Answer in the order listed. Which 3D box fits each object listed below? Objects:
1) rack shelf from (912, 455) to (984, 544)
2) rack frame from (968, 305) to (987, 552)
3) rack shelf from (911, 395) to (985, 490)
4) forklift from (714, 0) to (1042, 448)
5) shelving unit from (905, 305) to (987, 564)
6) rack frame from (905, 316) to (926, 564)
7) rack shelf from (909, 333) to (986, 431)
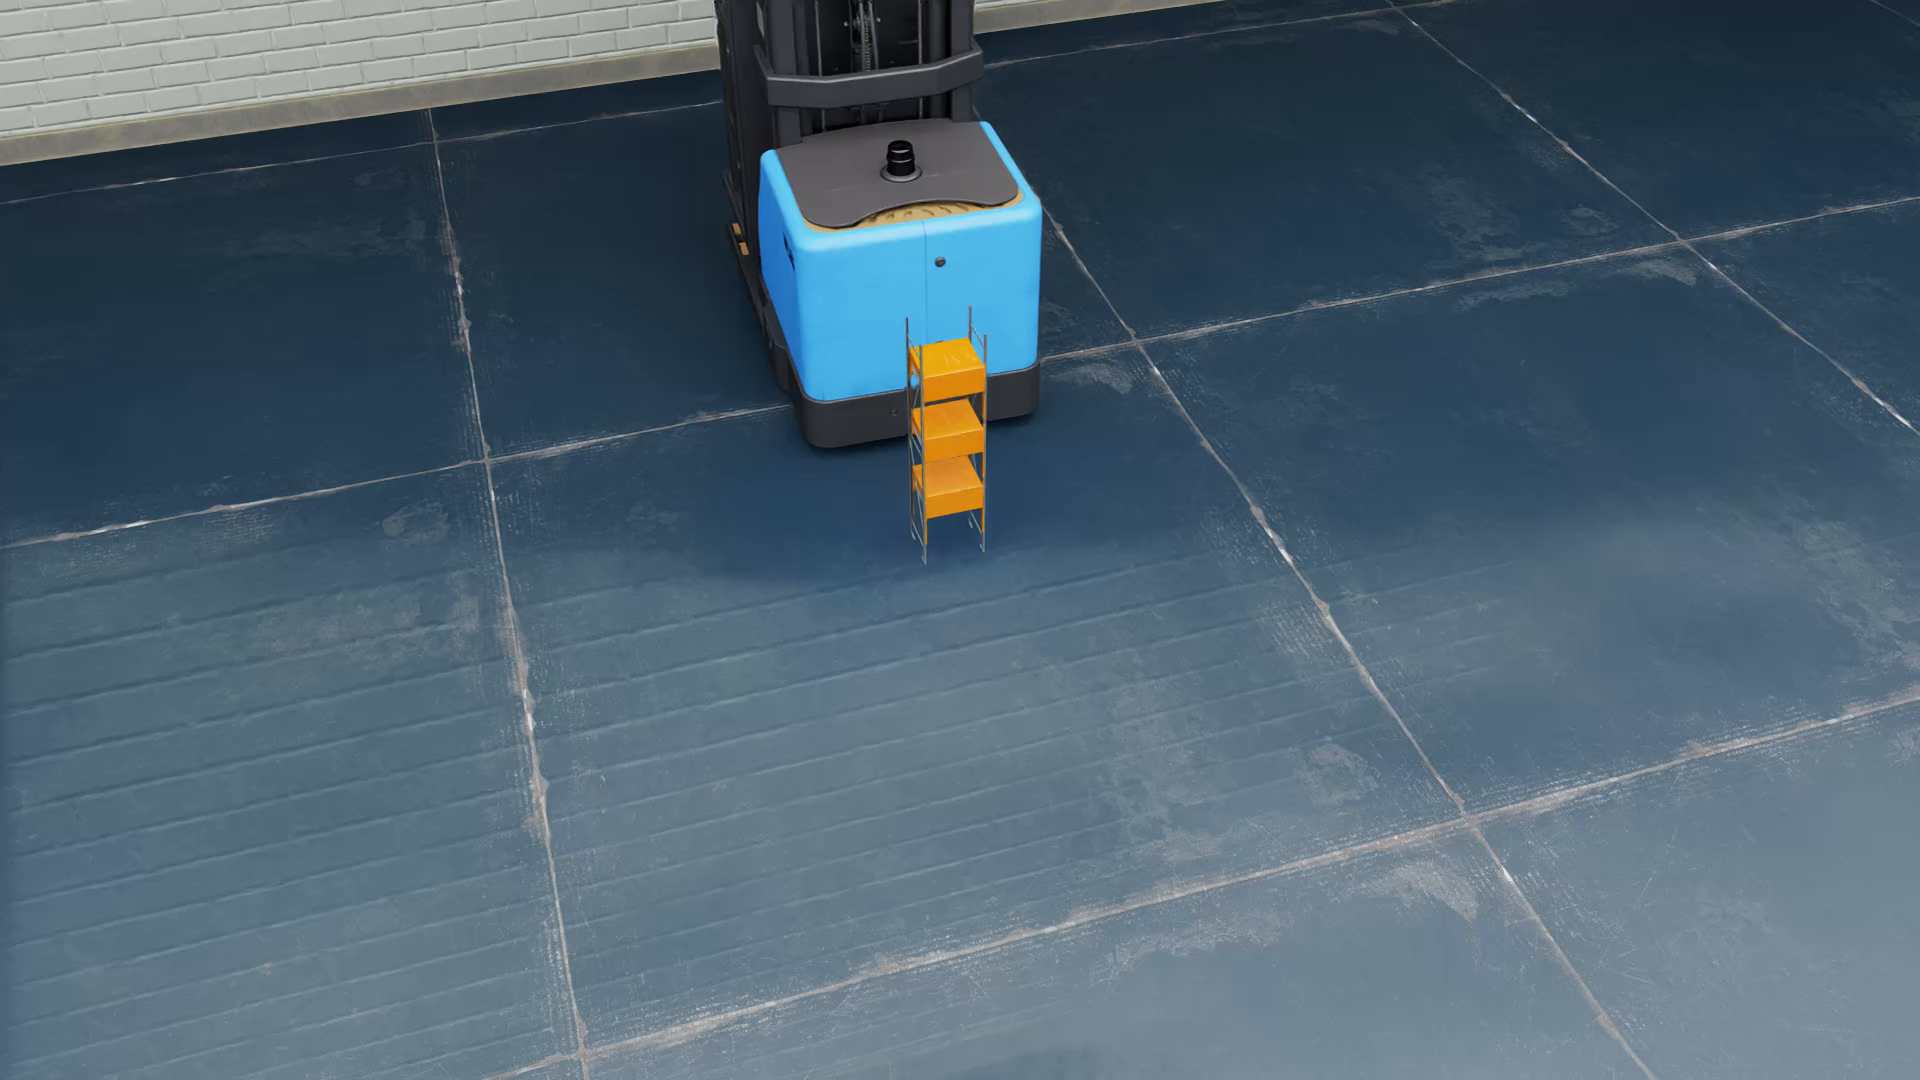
[{"bbox_3d":[-0.051,-0.168,6.582,0.240,0.259,0.215,-12,42,-13],"label":"rack shelf"},{"bbox_3d":[0.065,-0.409,6.420,0.008,1.050,0.200,-12,42,-13],"label":"rack frame"},{"bbox_3d":[-0.051,-0.377,6.399,0.240,0.259,0.215,-12,42,-13],"label":"rack shelf"},{"bbox_3d":[-0.545,-2.476,7.356,1.130,2.935,3.031,-11,42,-12],"label":"forklift"},{"bbox_3d":[-0.051,-0.385,6.392,0.252,1.050,0.215,-12,42,-13],"label":"shelving unit"},{"bbox_3d":[-0.167,-0.361,6.365,0.008,1.050,0.200,-12,42,-13],"label":"rack frame"},{"bbox_3d":[-0.051,-0.591,6.213,0.240,0.259,0.215,-12,42,-13],"label":"rack shelf"}]
